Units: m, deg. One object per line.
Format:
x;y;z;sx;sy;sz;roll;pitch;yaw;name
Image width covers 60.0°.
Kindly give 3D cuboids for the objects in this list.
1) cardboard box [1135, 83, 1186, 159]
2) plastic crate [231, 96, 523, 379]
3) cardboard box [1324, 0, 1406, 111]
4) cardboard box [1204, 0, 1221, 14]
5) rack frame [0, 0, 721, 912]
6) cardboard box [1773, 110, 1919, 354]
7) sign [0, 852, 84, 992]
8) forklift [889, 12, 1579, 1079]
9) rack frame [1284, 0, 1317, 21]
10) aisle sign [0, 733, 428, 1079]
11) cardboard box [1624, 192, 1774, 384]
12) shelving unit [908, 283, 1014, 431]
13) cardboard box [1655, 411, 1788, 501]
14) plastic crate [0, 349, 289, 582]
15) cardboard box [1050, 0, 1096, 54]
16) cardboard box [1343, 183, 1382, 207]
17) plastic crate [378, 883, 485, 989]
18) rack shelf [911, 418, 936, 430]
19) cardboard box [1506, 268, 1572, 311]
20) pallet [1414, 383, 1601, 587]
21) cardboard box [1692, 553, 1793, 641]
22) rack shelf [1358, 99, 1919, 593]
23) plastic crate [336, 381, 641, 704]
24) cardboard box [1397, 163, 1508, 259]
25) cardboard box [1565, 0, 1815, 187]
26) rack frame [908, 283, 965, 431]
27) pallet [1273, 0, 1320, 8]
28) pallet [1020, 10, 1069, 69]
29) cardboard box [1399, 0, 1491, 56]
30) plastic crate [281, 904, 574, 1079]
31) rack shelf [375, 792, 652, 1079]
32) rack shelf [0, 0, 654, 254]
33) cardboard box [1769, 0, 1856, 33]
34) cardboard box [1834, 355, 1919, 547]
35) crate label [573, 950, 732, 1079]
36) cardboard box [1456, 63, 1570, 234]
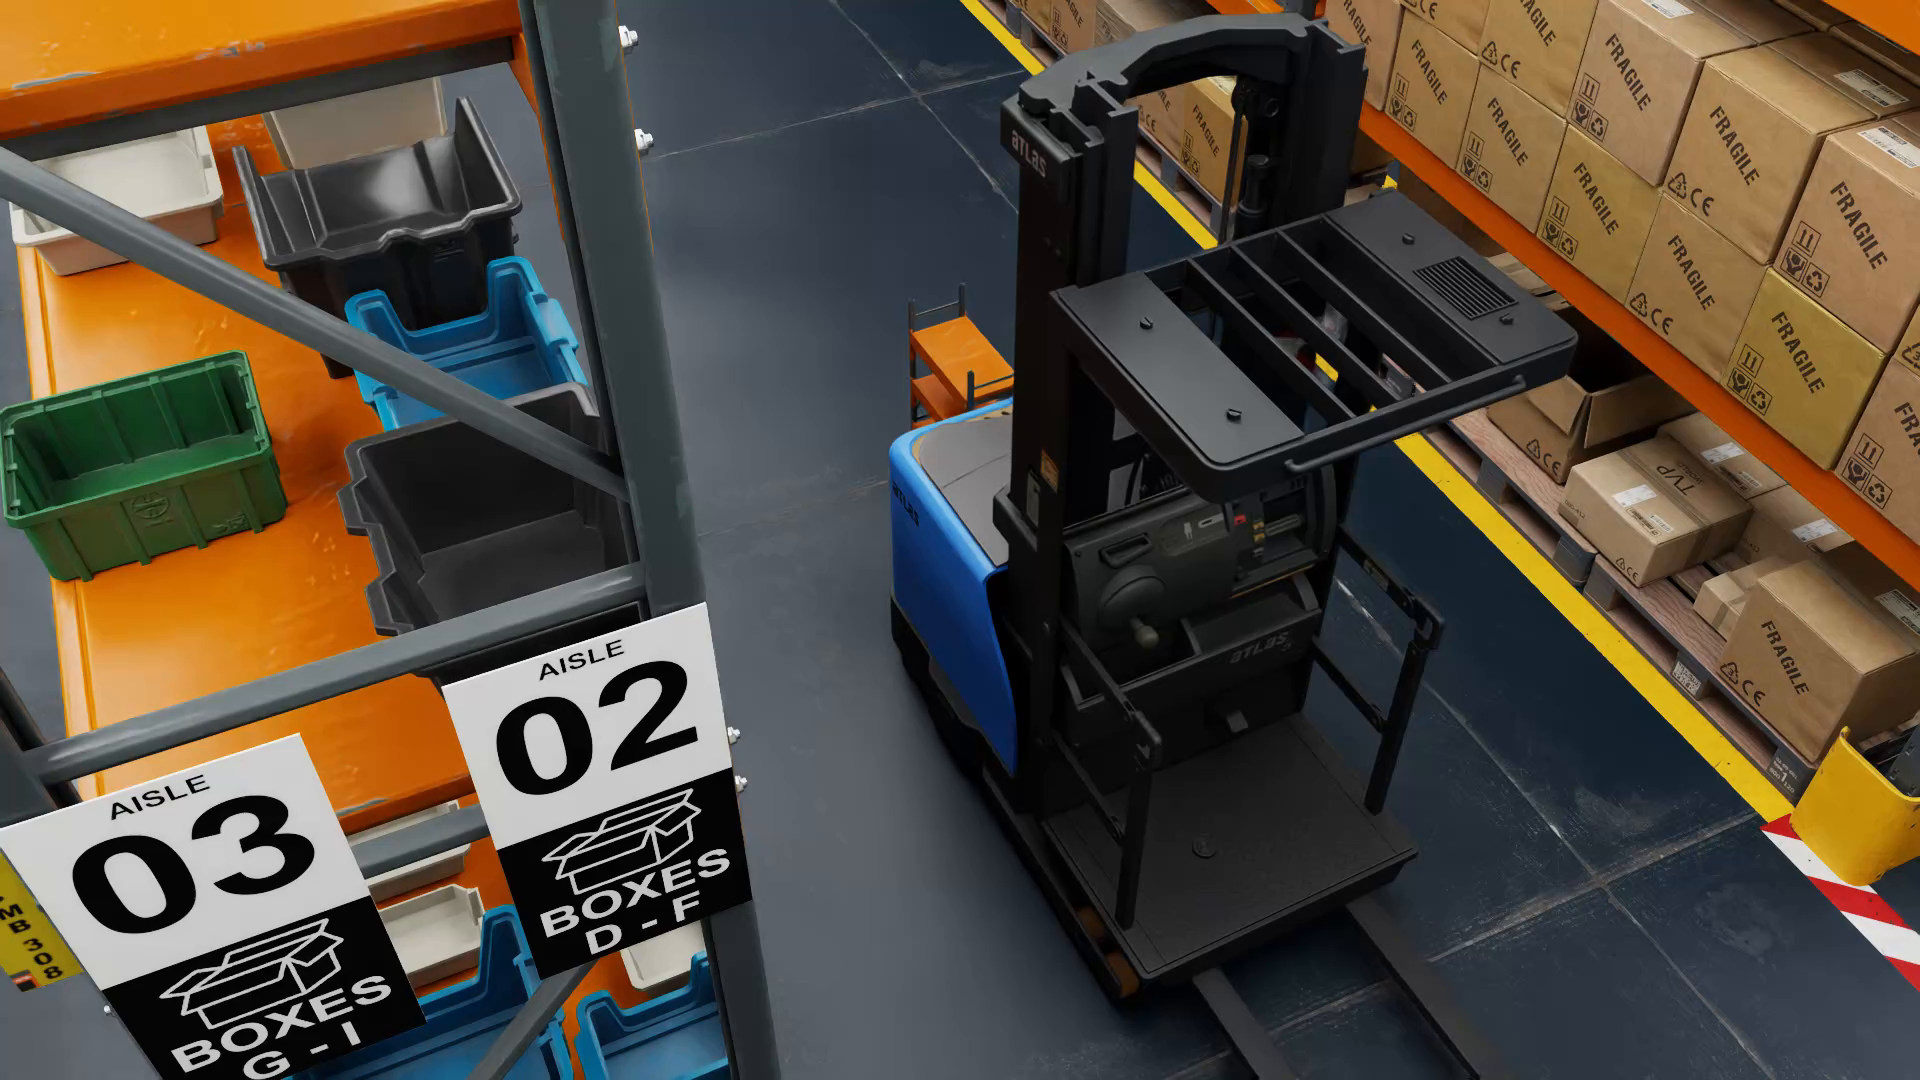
1.289;-2.424;8.907;0.500;0.500;0.500;-18;47;-17;cardboard box
-1.250;-0.701;3.602;0.504;0.338;0.767;-18;47;-17;plastic crate
1.924;-2.241;7.183;0.500;0.500;0.500;-17;47;-16;cardboard box
1.537;-2.915;9.403;0.500;0.500;0.500;-17;47;-17;cardboard box
-0.857;-0.736;1.458;1.000;3.000;0.127;-18;47;-17;rack frame
2.989;-0.977;5.190;0.500;0.500;0.500;-17;47;-16;cardboard box
-1.349;0.542;2.373;0.100;0.325;0.005;-18;47;-17;sign
0.846;0.122;4.908;1.130;2.935;3.031;-20;48;-19;forklift
1.957;-2.610;7.629;1.000;3.000;0.127;-18;47;-17;rack frame
-1.092;0.606;2.518;0.394;0.787;0.004;-18;47;-17;aisle sign
2.778;-0.951;5.876;0.500;0.500;0.500;-18;47;-17;cardboard box
0.023;-0.371;6.641;0.258;1.200;0.503;-20;48;-19;shelving unit
3.247;-0.307;6.938;0.500;0.250;0.500;-18;47;-17;cardboard box
-1.531;-0.137;3.137;0.450;0.188;0.336;-18;47;-17;plastic crate
0.863;-3.067;9.558;0.500;0.500;0.500;-20;48;-19;cardboard box
1.937;-1.478;8.083;0.500;0.311;0.500;-18;47;-17;cardboard box
-1.364;1.006;4.109;0.396;0.136;0.243;-18;47;-17;plastic crate
0.023;-0.323;6.688;0.258;0.148;0.480;-20;48;-19;rack shelf
2.769;-1.052;7.651;0.500;0.311;0.500;-18;47;-17;cardboard box
2.762;-0.401;7.375;1.003;0.211;1.213;-18;47;-17;pallet
3.098;0.232;6.452;0.380;0.166;0.250;-18;47;-17;cardboard box
2.798;-1.080;6.590;1.077;0.370;4.000;-18;47;-17;rack shelf
-0.766;0.050;2.890;0.497;0.269;0.590;-18;47;-17;plastic crate
2.454;-1.598;8.069;0.500;0.500;0.500;-18;47;-17;cardboard box
2.551;-1.633;5.855;0.500;0.500;0.500;-17;47;-16;cardboard box
-0.089;-0.523;6.795;0.240;1.200;0.015;-20;48;-19;rack frame
1.720;-3.083;8.245;1.003;0.211;1.213;-18;47;-17;pallet
1.064;-2.903;9.911;1.003;0.211;1.213;-18;47;-17;pallet
2.117;-2.290;6.521;0.500;0.500;0.500;-19;48;-19;cardboard box
-1.167;1.207;3.692;0.616;0.435;0.499;-18;47;-17;plastic crate
-1.698;0.381;5.109;1.077;0.370;4.000;-18;47;-17;rack shelf
-1.698;-1.612;3.143;1.077;0.370;4.000;-18;47;-17;rack shelf
3.045;-1.788;6.012;0.500;0.500;0.500;-18;48;-18;cardboard box
3.204;-0.302;5.218;0.500;0.500;0.500;-17;47;-16;cardboard box
-0.662;1.183;3.861;0.416;0.233;0.303;-18;47;-17;crate label
2.351;-1.596;6.529;0.500;0.500;0.500;-18;47;-18;cardboard box
